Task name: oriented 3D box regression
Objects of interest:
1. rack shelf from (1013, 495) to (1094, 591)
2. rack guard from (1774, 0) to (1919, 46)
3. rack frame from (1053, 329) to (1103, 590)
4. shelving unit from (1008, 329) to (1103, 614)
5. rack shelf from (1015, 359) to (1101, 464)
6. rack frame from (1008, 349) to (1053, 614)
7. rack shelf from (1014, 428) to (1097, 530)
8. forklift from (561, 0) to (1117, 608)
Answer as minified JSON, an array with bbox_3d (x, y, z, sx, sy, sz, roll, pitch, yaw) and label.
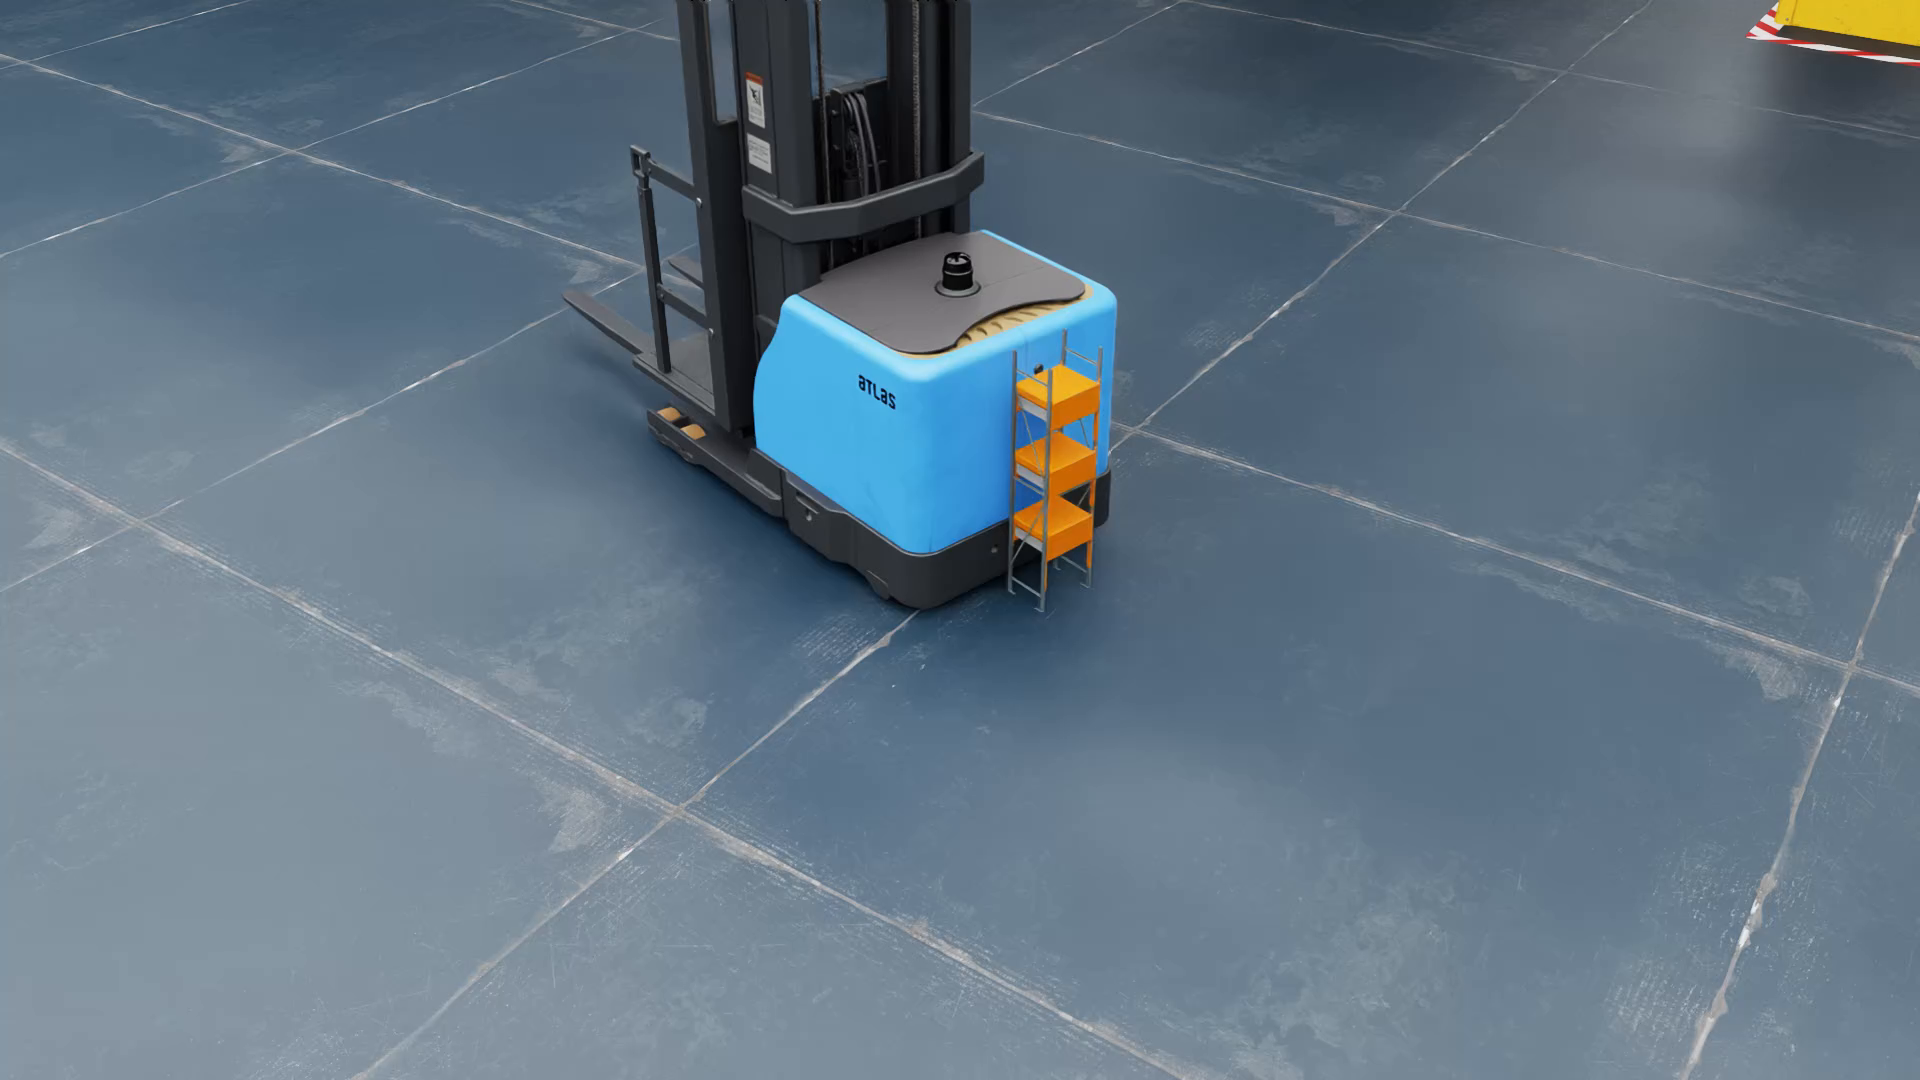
[{"bbox_3d":[0.346,-0.002,6.330,0.240,0.259,0.215,-26,42,-33],"label":"rack shelf"},{"bbox_3d":[6.684,-3.988,12.201,1.175,0.500,0.348,21,39,28],"label":"rack guard"},{"bbox_3d":[0.438,-0.285,6.235,0.008,1.050,0.200,-26,42,-33],"label":"rack frame"},{"bbox_3d":[0.346,-0.241,6.169,0.252,1.050,0.215,-26,42,-33],"label":"shelving unit"},{"bbox_3d":[0.346,-0.467,6.015,0.240,0.259,0.215,-26,42,-33],"label":"rack shelf"},{"bbox_3d":[0.253,-0.196,6.102,0.008,1.050,0.200,-26,42,-33],"label":"rack frame"},{"bbox_3d":[0.346,-0.232,6.174,0.240,0.259,0.215,-26,42,-33],"label":"rack shelf"},{"bbox_3d":[-0.726,-1.712,6.665,1.130,2.935,3.031,-25,41,-32],"label":"forklift"}]
